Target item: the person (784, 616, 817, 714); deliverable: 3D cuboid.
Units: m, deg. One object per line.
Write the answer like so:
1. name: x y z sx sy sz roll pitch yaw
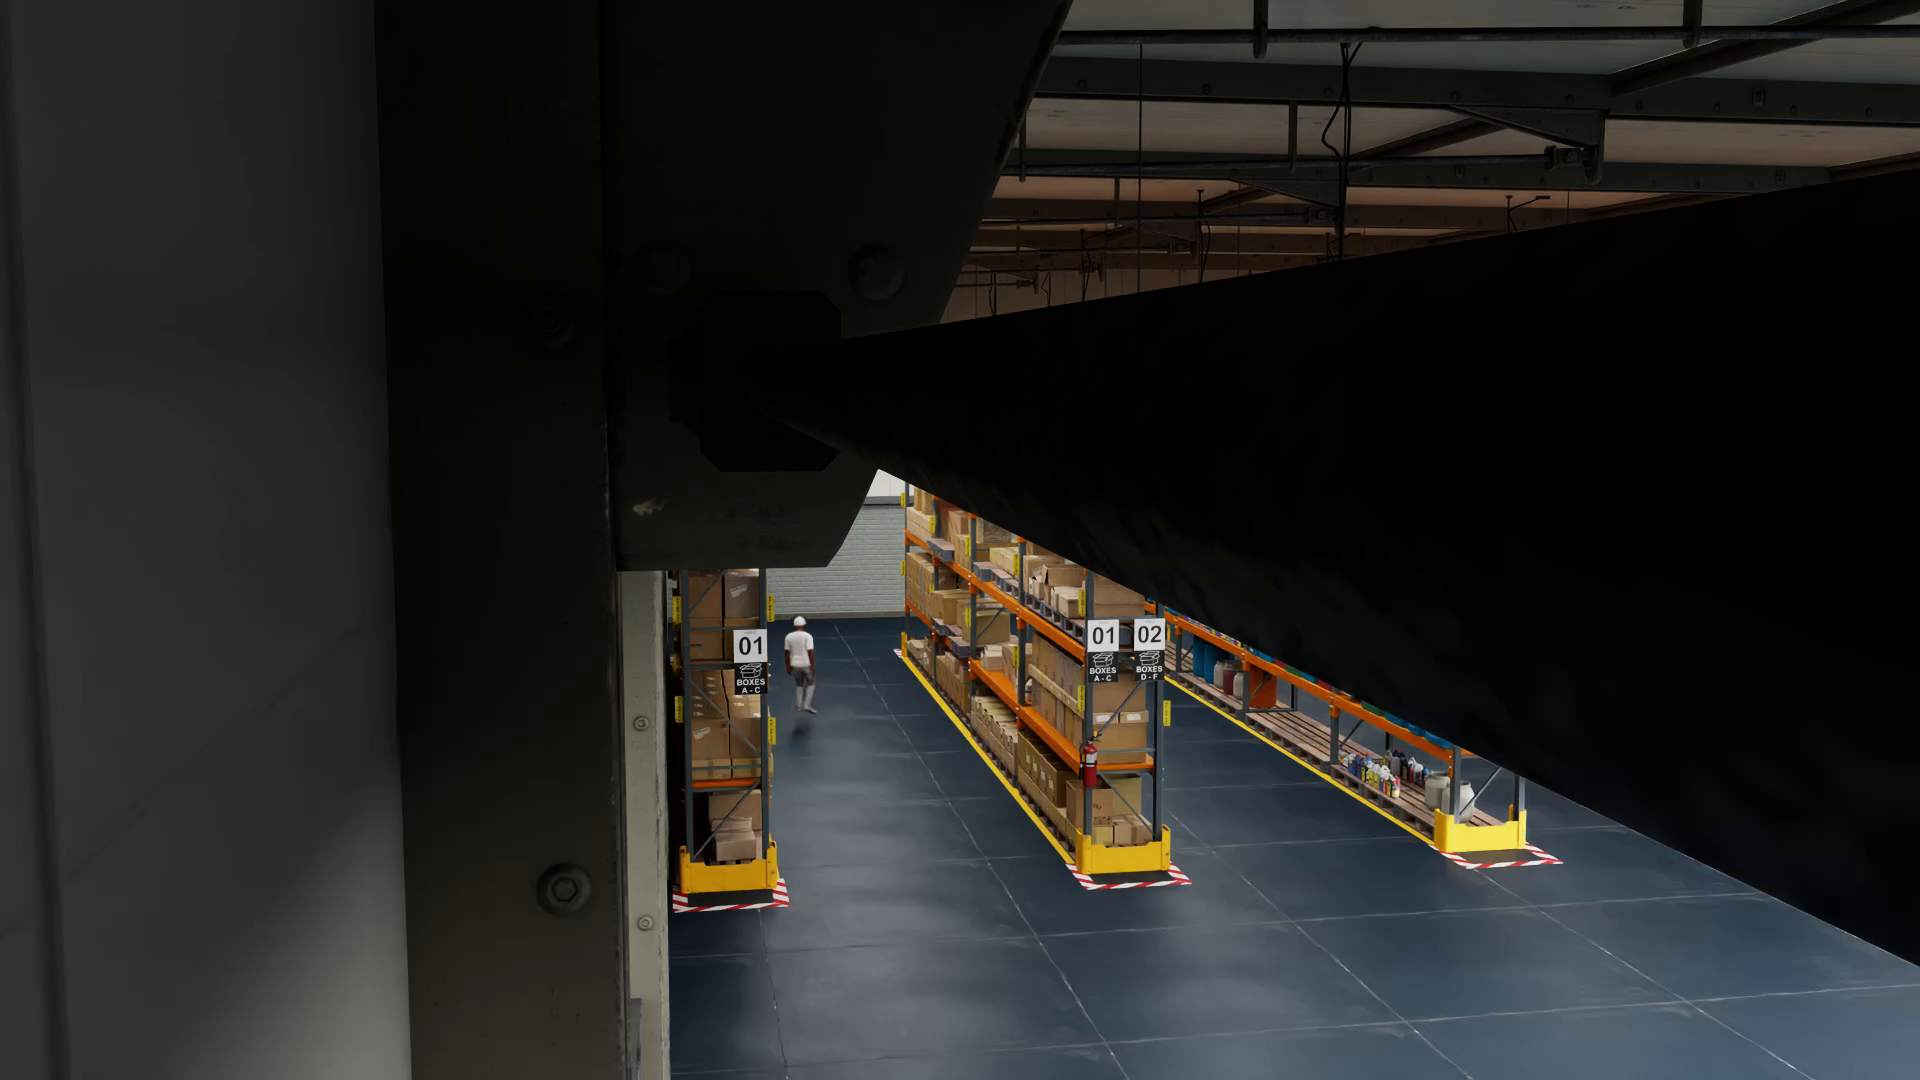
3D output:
1. person: -2.820 2.221 29.371 0.589 1.739 0.460 1 6 9
